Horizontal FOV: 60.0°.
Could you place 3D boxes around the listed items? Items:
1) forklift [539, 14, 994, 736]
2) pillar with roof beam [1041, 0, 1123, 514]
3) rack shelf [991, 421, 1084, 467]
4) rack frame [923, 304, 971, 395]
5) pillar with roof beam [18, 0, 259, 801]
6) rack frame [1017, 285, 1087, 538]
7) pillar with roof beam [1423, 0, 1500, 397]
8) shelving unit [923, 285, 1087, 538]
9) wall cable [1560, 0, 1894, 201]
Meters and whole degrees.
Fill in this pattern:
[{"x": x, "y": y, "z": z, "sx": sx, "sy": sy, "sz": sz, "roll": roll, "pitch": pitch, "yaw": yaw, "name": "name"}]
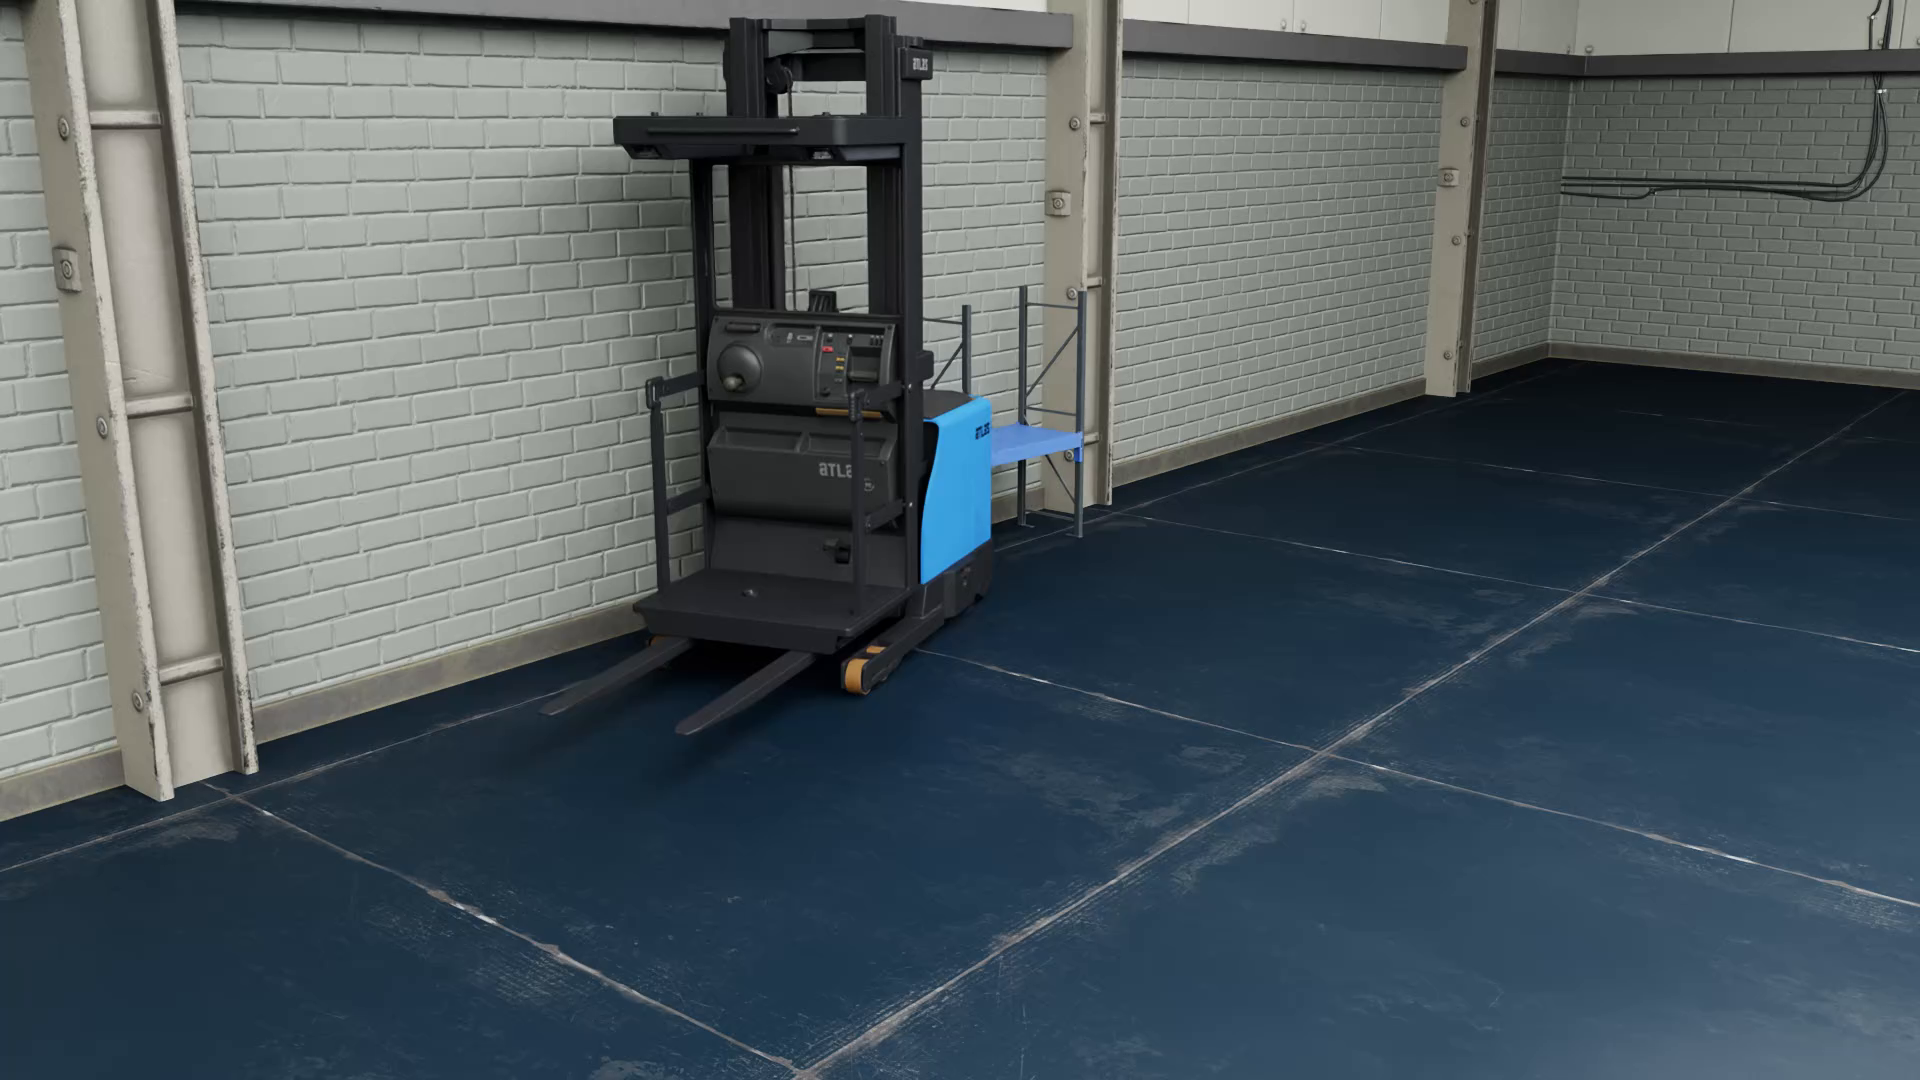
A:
[{"x": -0.813, "y": -0.844, "z": 7.493, "sx": 1.130, "sy": 2.935, "sz": 3.031, "roll": 5, "pitch": 15, "yaw": 20, "name": "forklift"}, {"x": 4.119, "y": -3.922, "z": 7.284, "sx": 9.100, "sy": 9.000, "sz": 0.400, "roll": 11, "pitch": 18, "yaw": 38, "name": "pillar with roof beam"}, {"x": 0.212, "y": -0.515, "z": 9.835, "sx": 0.538, "sy": 0.185, "sz": 1.000, "roll": 13, "pitch": 19, "yaw": 41, "name": "rack shelf"}, {"x": -0.132, "y": -0.597, "z": 9.427, "sx": 0.500, "sy": 1.500, "sz": 0.032, "roll": 13, "pitch": 19, "yaw": 41, "name": "rack frame"}, {"x": 0.348, "y": -2.773, "z": 2.761, "sx": 9.100, "sy": 9.000, "sz": 0.400, "roll": 11, "pitch": 18, "yaw": 38, "name": "pillar with roof beam"}, {"x": 0.555, "y": -0.782, "z": 10.154, "sx": 0.500, "sy": 1.500, "sz": 0.032, "roll": 13, "pitch": 19, "yaw": 41, "name": "rack frame"}, {"x": 7.890, "y": -5.071, "z": 11.807, "sx": 9.100, "sy": 9.000, "sz": 0.400, "roll": 11, "pitch": 18, "yaw": 38, "name": "pillar with roof beam"}, {"x": 0.212, "y": -0.689, "z": 9.791, "sx": 0.538, "sy": 1.500, "sz": 1.048, "roll": 13, "pitch": 19, "yaw": 41, "name": "shelving unit"}, {"x": 7.422, "y": -4.592, "z": 16.228, "sx": 3.097, "sy": 2.526, "sz": 0.112, "roll": 11, "pitch": 18, "yaw": 38, "name": "wall cable"}]
